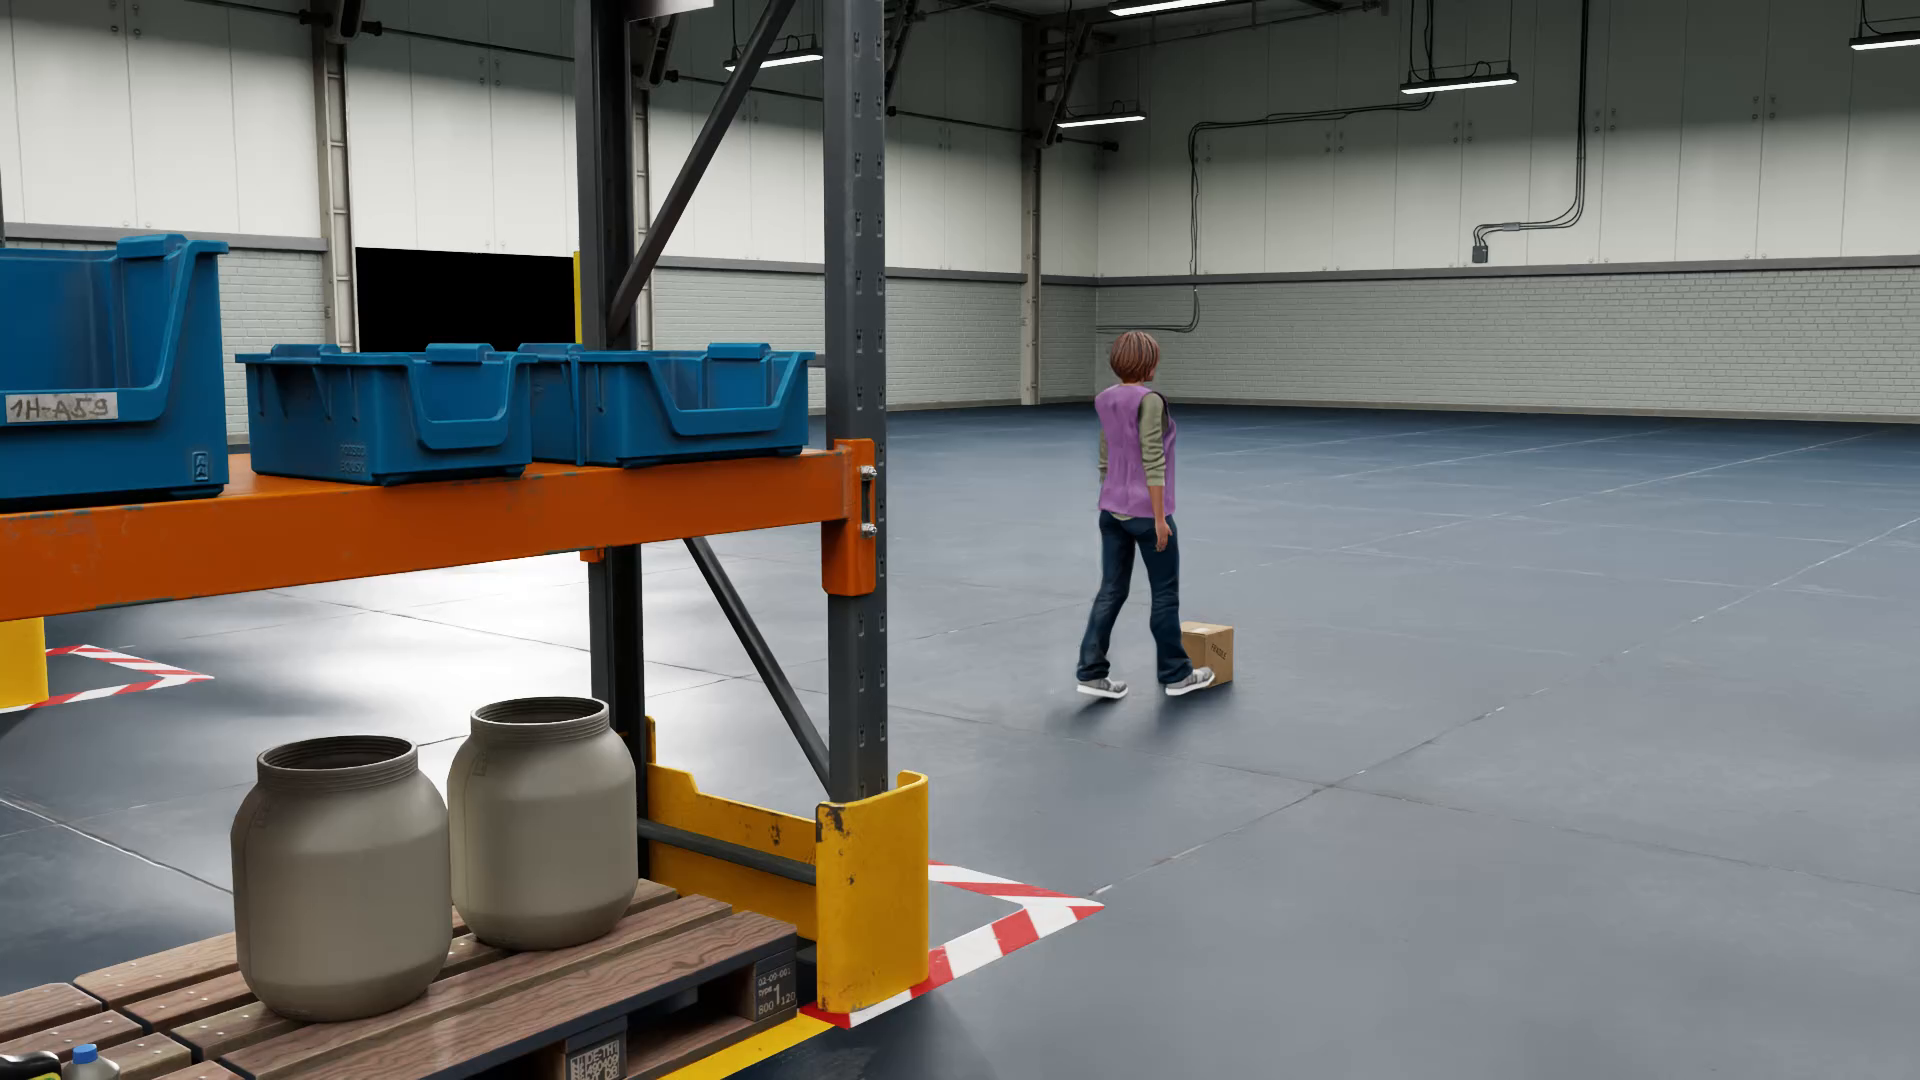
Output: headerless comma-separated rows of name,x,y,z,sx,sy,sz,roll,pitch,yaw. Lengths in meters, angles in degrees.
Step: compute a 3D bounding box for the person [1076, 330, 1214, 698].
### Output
person,0.805,-0.106,7.196,0.660,1.594,0.427,-5,9,-36
